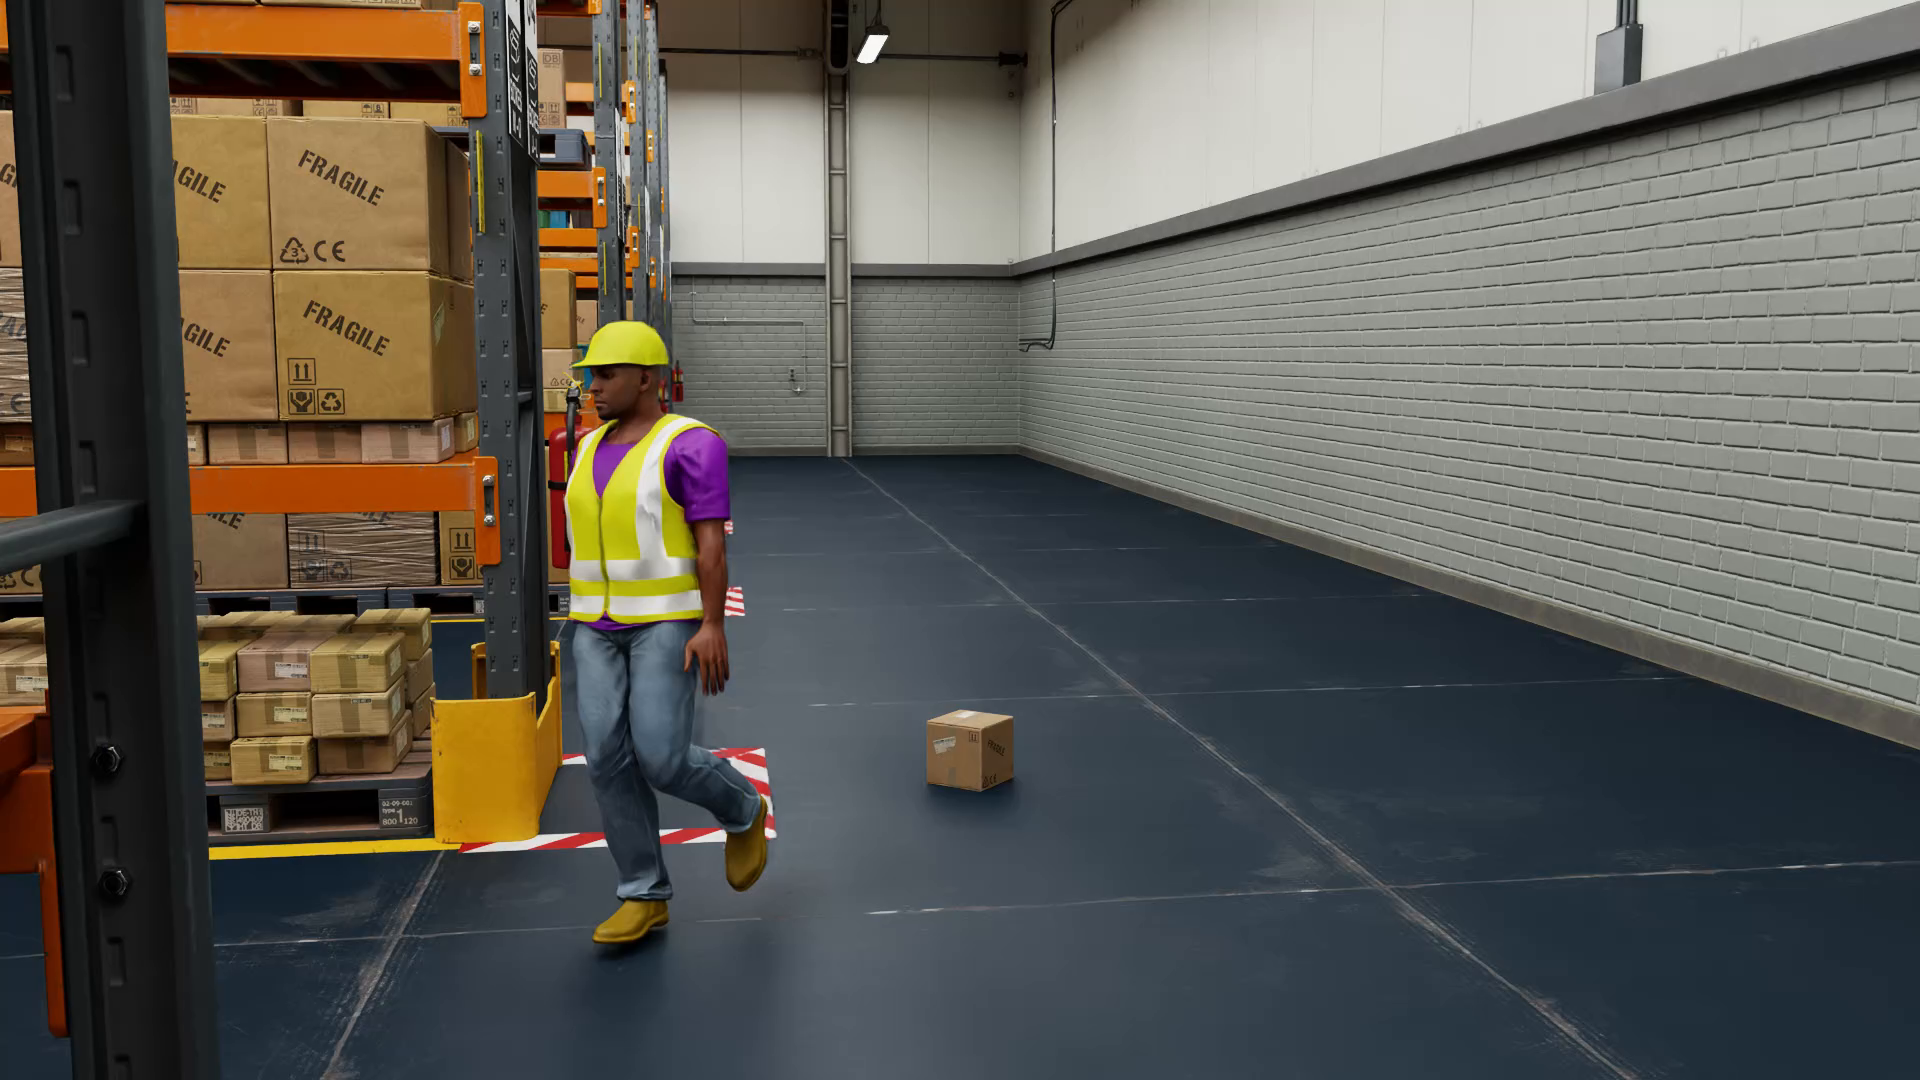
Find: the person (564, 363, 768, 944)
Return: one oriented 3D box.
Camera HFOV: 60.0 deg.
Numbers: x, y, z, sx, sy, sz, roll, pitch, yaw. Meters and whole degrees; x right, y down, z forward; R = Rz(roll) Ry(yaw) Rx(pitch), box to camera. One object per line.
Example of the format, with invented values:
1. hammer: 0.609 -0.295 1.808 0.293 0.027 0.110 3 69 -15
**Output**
1. person: -0.907 0.262 4.813 0.613 1.707 0.622 3 7 26
